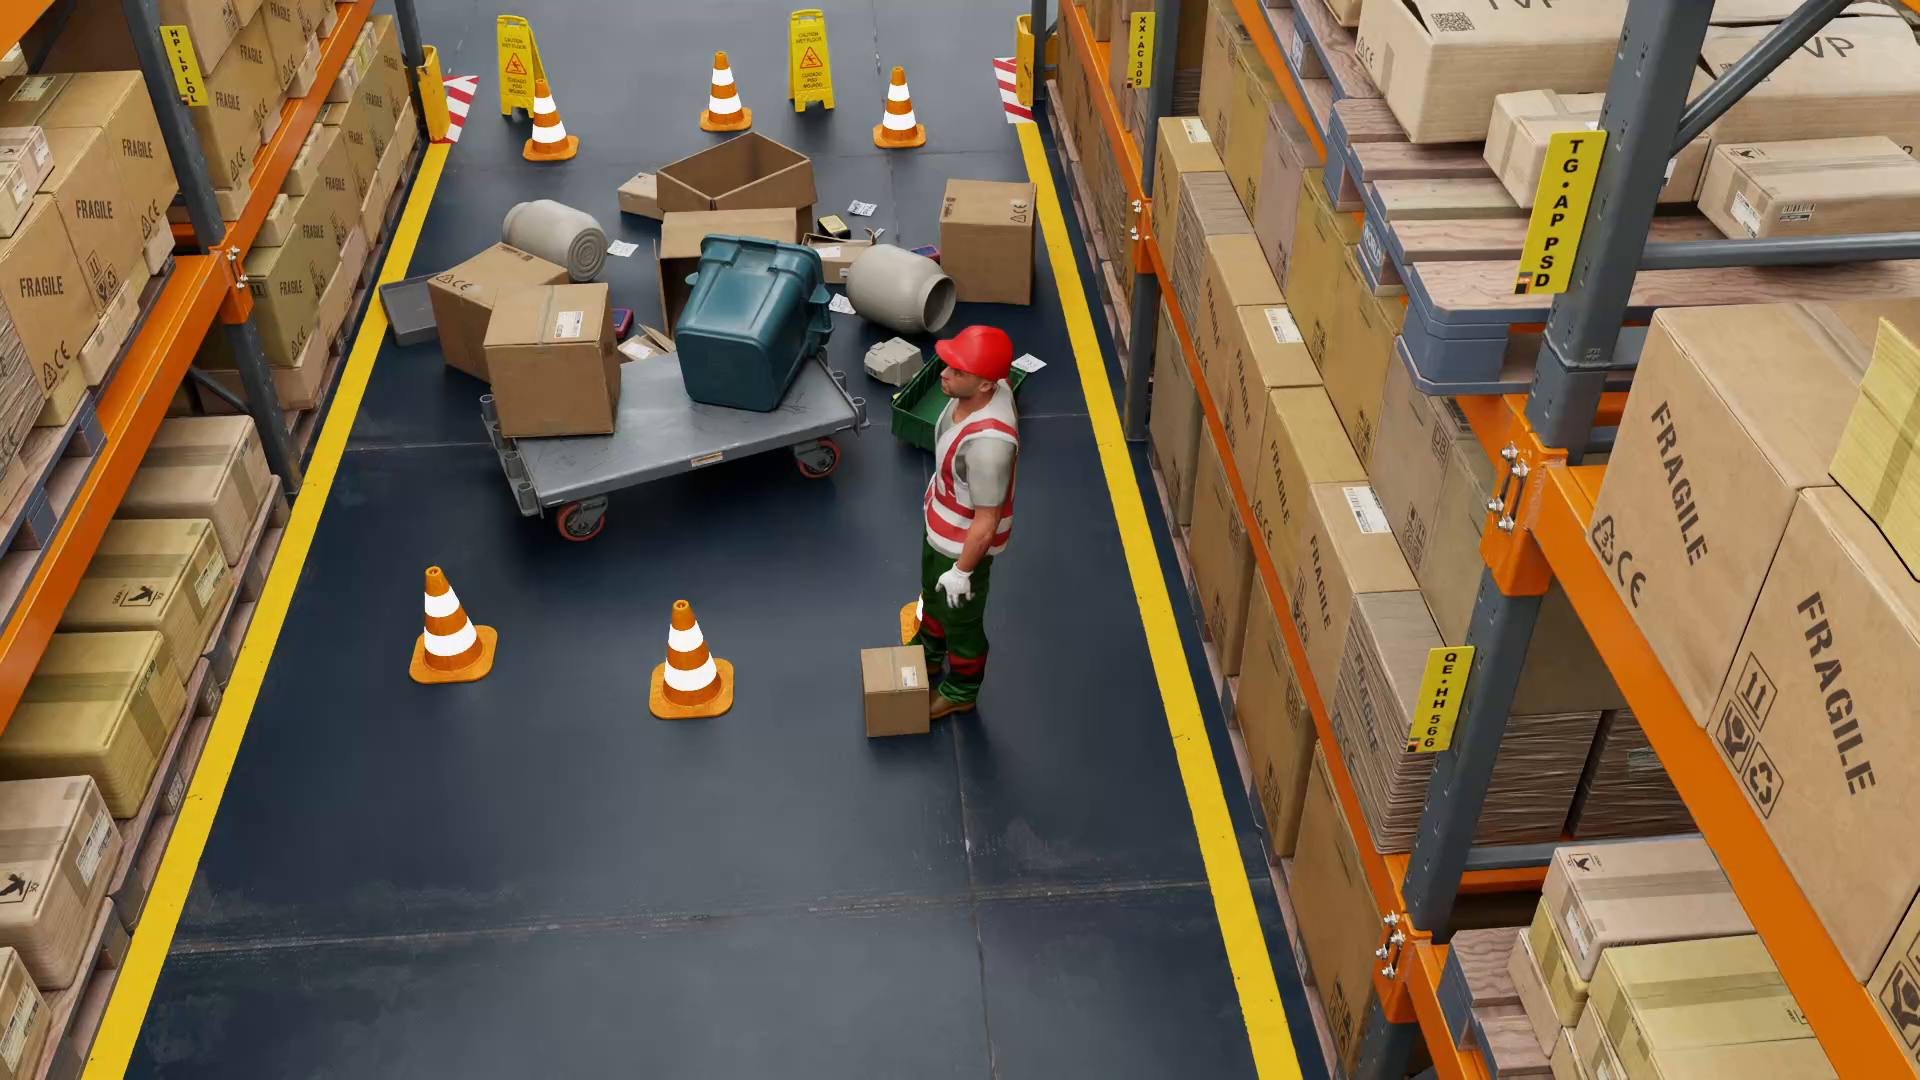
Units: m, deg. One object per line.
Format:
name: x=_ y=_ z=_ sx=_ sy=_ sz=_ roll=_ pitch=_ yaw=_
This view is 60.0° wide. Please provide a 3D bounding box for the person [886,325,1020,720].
person: x=-0.070 y=-0.038 z=6.167 sx=0.561 sy=1.790 sz=0.638 roll=-3 pitch=39 yaw=-4
